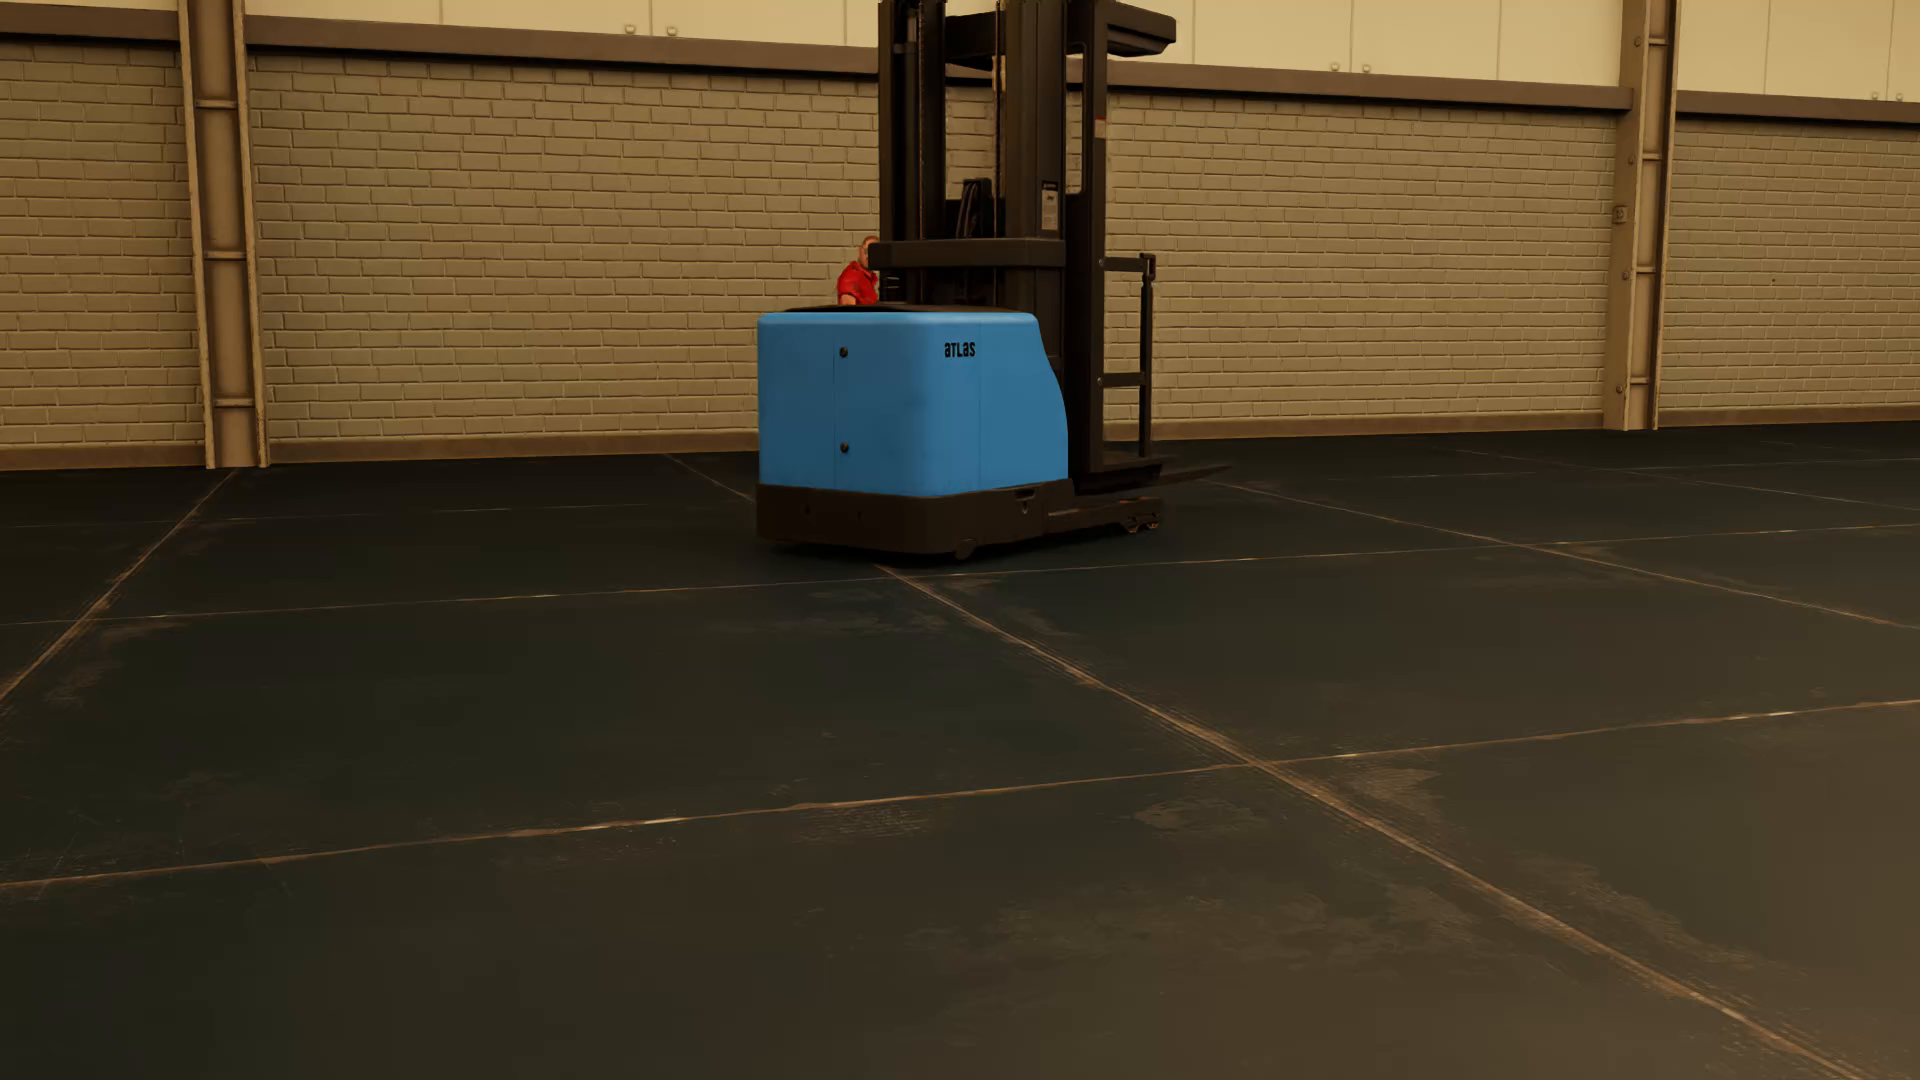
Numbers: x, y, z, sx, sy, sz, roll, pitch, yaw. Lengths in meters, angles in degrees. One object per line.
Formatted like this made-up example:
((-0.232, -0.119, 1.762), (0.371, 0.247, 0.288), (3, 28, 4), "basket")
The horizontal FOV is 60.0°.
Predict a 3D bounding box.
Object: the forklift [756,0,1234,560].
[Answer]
((0.367, -1.520, 8.225), (1.130, 2.935, 3.031), (6, 10, 37), "forklift")

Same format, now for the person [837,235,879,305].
((-0.550, -1.252, 11.243), (0.851, 1.604, 0.886), (-2, 8, -12), "person")
